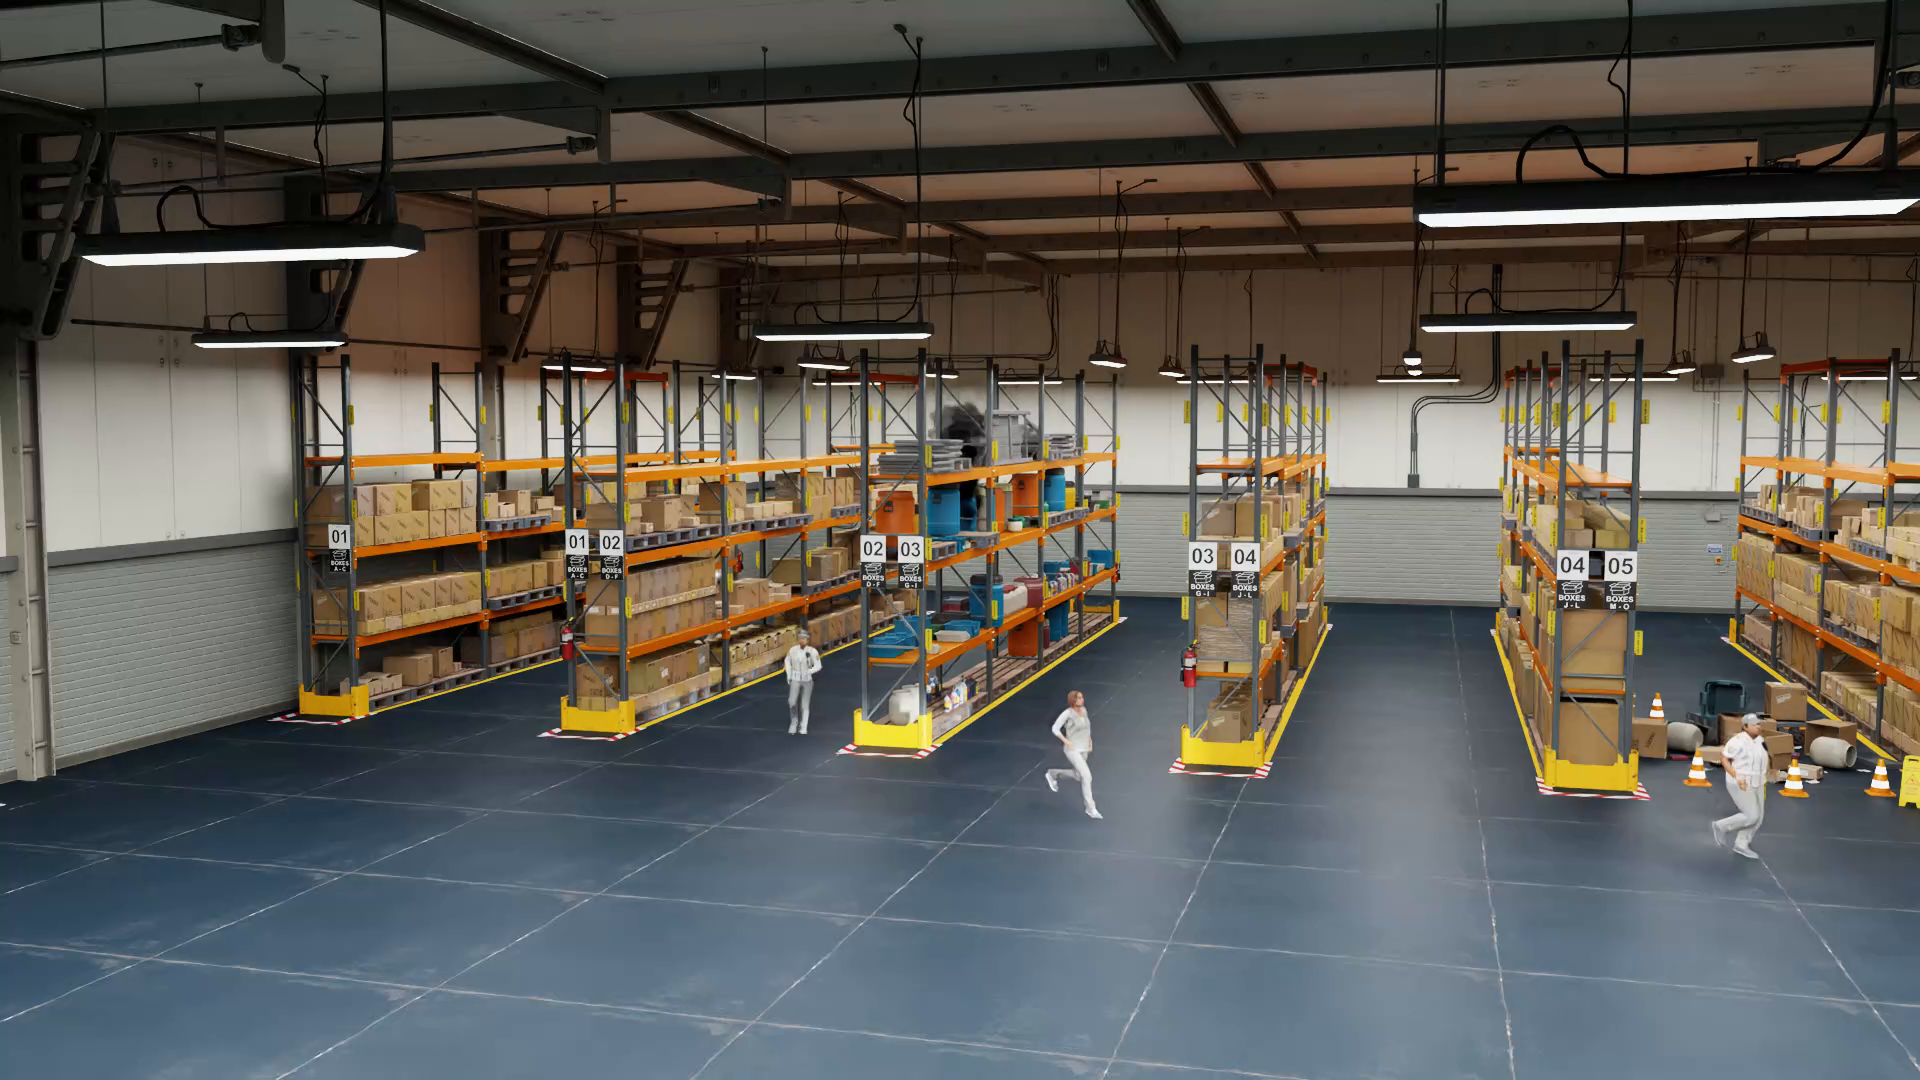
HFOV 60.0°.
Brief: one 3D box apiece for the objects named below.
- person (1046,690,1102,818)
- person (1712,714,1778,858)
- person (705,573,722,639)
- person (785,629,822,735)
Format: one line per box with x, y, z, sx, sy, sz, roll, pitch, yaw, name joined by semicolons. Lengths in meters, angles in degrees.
1.429;2.671;20.965;0.924;1.579;0.519;4;6;39;person
8.958;2.781;18.919;0.598;1.639;0.586;-2;5;-30;person
-5.568;1.339;37.047;0.696;1.762;0.928;0;4;6;person
-2.468;2.222;26.007;0.617;1.677;0.631;0;4;3;person
